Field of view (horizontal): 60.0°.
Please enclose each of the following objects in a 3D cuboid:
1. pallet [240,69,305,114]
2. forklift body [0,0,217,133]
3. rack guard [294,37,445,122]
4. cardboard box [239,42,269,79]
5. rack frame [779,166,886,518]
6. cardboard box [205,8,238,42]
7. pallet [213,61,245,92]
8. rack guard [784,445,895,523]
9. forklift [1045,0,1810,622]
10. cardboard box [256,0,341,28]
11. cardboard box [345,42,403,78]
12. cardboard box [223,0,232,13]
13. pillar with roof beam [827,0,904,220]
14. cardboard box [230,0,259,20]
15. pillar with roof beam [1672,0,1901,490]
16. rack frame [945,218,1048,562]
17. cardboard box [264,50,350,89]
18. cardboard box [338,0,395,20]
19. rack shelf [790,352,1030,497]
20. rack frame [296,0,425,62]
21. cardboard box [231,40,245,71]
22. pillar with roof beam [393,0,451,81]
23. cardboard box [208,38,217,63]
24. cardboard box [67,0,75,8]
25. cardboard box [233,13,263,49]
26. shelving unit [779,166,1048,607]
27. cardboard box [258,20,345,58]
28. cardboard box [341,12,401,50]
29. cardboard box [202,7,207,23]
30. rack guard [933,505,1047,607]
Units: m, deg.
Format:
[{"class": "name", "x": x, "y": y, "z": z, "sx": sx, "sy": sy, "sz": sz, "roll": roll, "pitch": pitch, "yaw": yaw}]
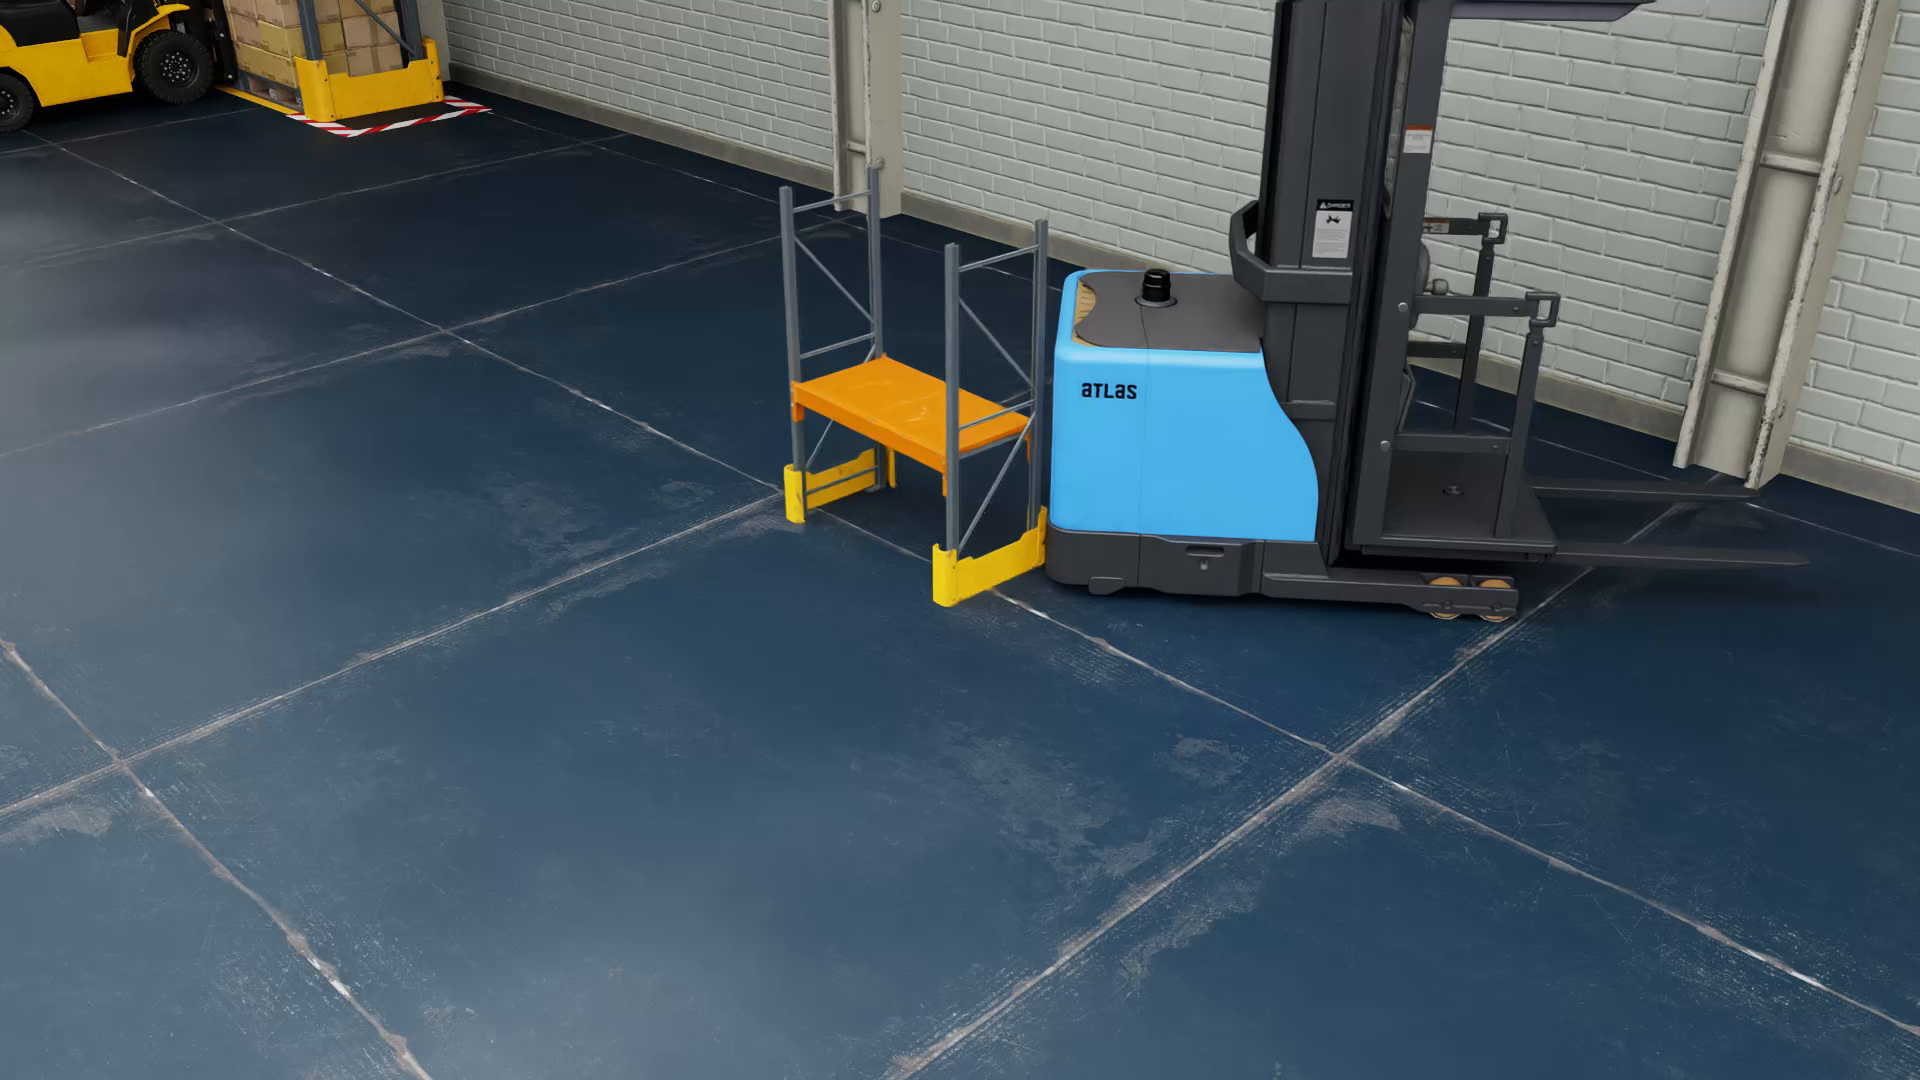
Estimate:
[{"class": "pallet", "x": -5.623, "y": -4.062, "z": 14.748, "sx": 1.213, "sy": 0.211, "sz": 1.003, "roll": 25, "pitch": 36, "yaw": 38}, {"class": "forklift body", "x": -7.679, "y": -4.698, "z": 13.873, "sx": 1.214, "sy": 2.155, "sz": 2.313, "roll": 25, "pitch": 36, "yaw": 38}, {"class": "rack guard", "x": -5.031, "y": -3.946, "z": 14.217, "sx": 0.348, "sy": 0.500, "sz": 1.175, "roll": 25, "pitch": 36, "yaw": 38}, {"class": "cardboard box", "x": -5.953, "y": -4.243, "z": 14.599, "sx": 0.500, "sy": 0.250, "sz": 0.500, "roll": 25, "pitch": 36, "yaw": 38}, {"class": "rack frame", "x": -0.538, "y": -0.840, "z": 7.236, "sx": 0.500, "sy": 1.500, "sz": 0.032, "roll": -23, "pitch": 35, "yaw": -36}, {"class": "cardboard box", "x": -6.347, "y": -4.634, "z": 14.806, "sx": 0.500, "sy": 0.250, "sz": 0.500, "roll": 24, "pitch": 36, "yaw": 37}, {"class": "pallet", "x": -6.489, "y": -4.460, "z": 15.505, "sx": 1.213, "sy": 0.211, "sz": 1.003, "roll": 25, "pitch": 36, "yaw": 38}, {"class": "rack guard", "x": -0.538, "y": -0.286, "z": 7.526, "sx": 0.587, "sy": 0.250, "sz": 0.087, "roll": -23, "pitch": 35, "yaw": -36}, {"class": "forklift", "x": 1.900, "y": -1.231, "z": 6.442, "sx": 3.031, "sy": 2.935, "sz": 1.130, "roll": 3, "pitch": 28, "yaw": 5}, {"class": "cardboard box", "x": -5.595, "y": -4.518, "z": 14.049, "sx": 0.500, "sy": 0.250, "sz": 0.500, "roll": -24, "pitch": 36, "yaw": -38}, {"class": "cardboard box", "x": -5.261, "y": -4.254, "z": 14.621, "sx": 0.500, "sy": 0.250, "sz": 0.500, "roll": 25, "pitch": 37, "yaw": 39}, {"class": "cardboard box", "x": -6.330, "y": -4.844, "z": 14.669, "sx": 0.500, "sy": 0.250, "sz": 0.500, "roll": -25, "pitch": 37, "yaw": -39}, {"class": "pillar with roof beam", "x": -3.653, "y": -4.855, "z": 6.815, "sx": 0.400, "sy": 9.000, "sz": 9.100, "roll": 25, "pitch": 36, "yaw": 38}, {"class": "cardboard box", "x": -5.963, "y": -4.683, "z": 14.362, "sx": 0.500, "sy": 0.250, "sz": 0.500, "roll": -25, "pitch": 36, "yaw": -38}, {"class": "pillar with roof beam", "x": 0.626, "y": -2.898, "z": 3.092, "sx": 0.400, "sy": 9.000, "sz": 9.100, "roll": 25, "pitch": 36, "yaw": 38}, {"class": "rack frame", "x": 0.141, "y": -0.488, "z": 6.567, "sx": 0.500, "sy": 1.500, "sz": 0.032, "roll": -23, "pitch": 35, "yaw": -36}, {"class": "cardboard box", "x": -5.605, "y": -4.078, "z": 14.285, "sx": 0.500, "sy": 0.250, "sz": 0.500, "roll": 25, "pitch": 37, "yaw": 39}, {"class": "cardboard box", "x": -5.258, "y": -4.691, "z": 14.378, "sx": 0.500, "sy": 0.250, "sz": 0.500, "roll": 24, "pitch": 36, "yaw": 38}, {"class": "rack shelf", "x": -0.199, "y": -0.505, "z": 6.985, "sx": 0.538, "sy": 0.185, "sz": 1.000, "roll": -23, "pitch": 35, "yaw": -36}, {"class": "rack frame", "x": -5.048, "y": -5.060, "z": 13.651, "sx": 0.127, "sy": 3.000, "sz": 1.000, "roll": 25, "pitch": 36, "yaw": 38}, {"class": "cardboard box", "x": -6.303, "y": -4.409, "z": 14.916, "sx": 0.500, "sy": 0.250, "sz": 0.500, "roll": -25, "pitch": 37, "yaw": -39}, {"class": "pillar with roof beam", "x": -7.931, "y": -6.813, "z": 10.538, "sx": 0.400, "sy": 9.000, "sz": 9.100, "roll": 25, "pitch": 36, "yaw": 38}, {"class": "cardboard box", "x": -6.689, "y": -4.571, "z": 15.224, "sx": 0.500, "sy": 0.250, "sz": 0.500, "roll": -24, "pitch": 36, "yaw": -38}, {"class": "cardboard box", "x": -8.828, "y": -5.923, "z": 17.391, "sx": 0.625, "sy": 0.625, "sz": 0.875, "roll": 24, "pitch": 36, "yaw": 38}, {"class": "cardboard box", "x": -5.965, "y": -4.473, "z": 14.499, "sx": 0.500, "sy": 0.250, "sz": 0.500, "roll": 24, "pitch": 36, "yaw": 38}, {"class": "shelving unit", "x": -0.205, "y": -0.667, "z": 6.907, "sx": 0.587, "sy": 1.500, "sz": 1.083, "roll": -23, "pitch": 35, "yaw": -36}, {"class": "cardboard box", "x": -5.614, "y": -4.305, "z": 14.181, "sx": 0.500, "sy": 0.250, "sz": 0.500, "roll": 24, "pitch": 36, "yaw": 38}, {"class": "cardboard box", "x": -5.238, "y": -4.473, "z": 14.499, "sx": 0.500, "sy": 0.250, "sz": 0.500, "roll": -25, "pitch": 36, "yaw": -38}, {"class": "cardboard box", "x": -6.702, "y": -4.799, "z": 15.119, "sx": 0.500, "sy": 0.250, "sz": 0.500, "roll": 24, "pitch": 36, "yaw": 38}, {"class": "rack guard", "x": 0.128, "y": 0.058, "z": 6.870, "sx": 0.587, "sy": 0.250, "sz": 0.087, "roll": -23, "pitch": 35, "yaw": -36}]
